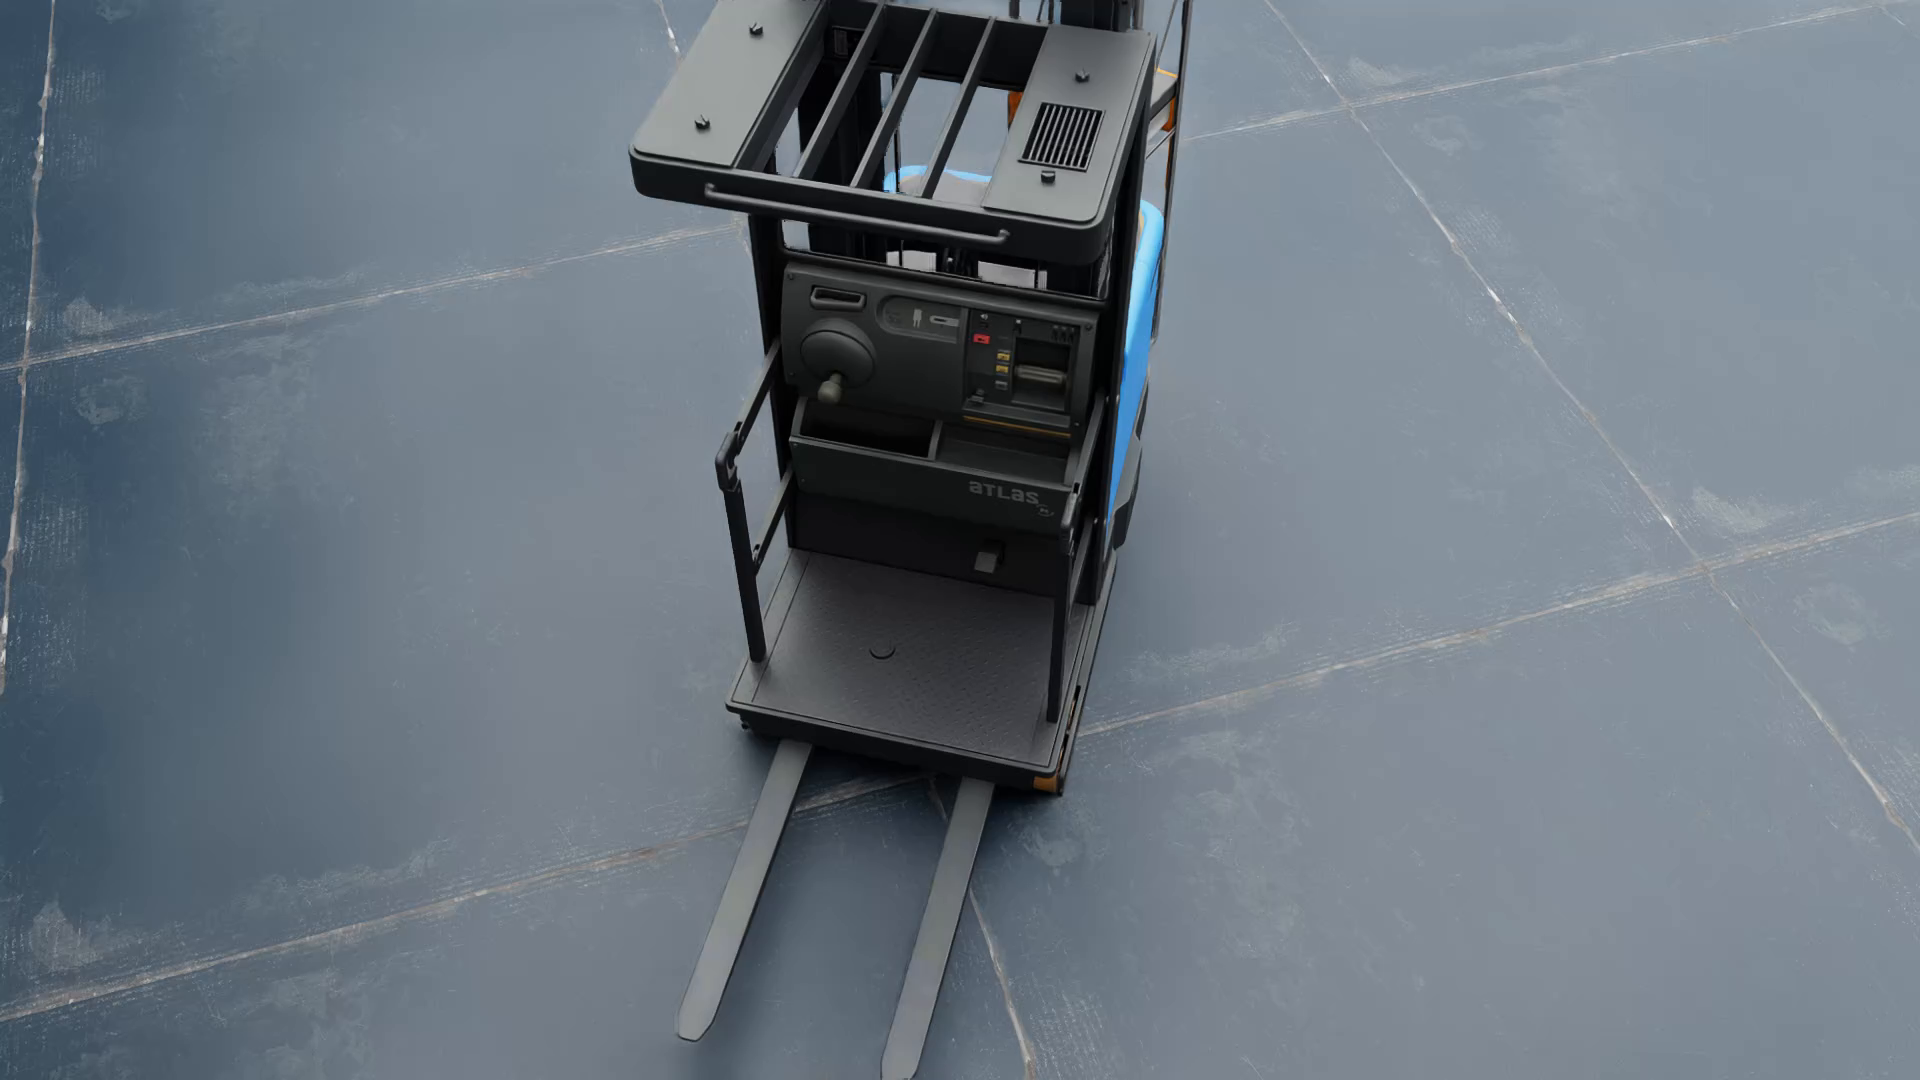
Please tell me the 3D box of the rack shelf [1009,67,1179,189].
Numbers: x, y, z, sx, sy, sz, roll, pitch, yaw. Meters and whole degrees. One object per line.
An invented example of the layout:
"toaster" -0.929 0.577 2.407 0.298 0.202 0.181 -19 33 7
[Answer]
"rack shelf" 0.495 -1.497 6.151 0.480 0.518 0.431 27 55 22

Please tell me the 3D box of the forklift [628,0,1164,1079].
"forklift" -0.119 -0.440 4.704 1.130 2.935 3.031 11 51 9

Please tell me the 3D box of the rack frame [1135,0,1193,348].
"rack frame" 0.697 -1.404 6.050 0.015 2.100 0.400 27 55 22

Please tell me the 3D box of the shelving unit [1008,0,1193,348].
"shelving unit" 0.495 -1.506 6.141 0.503 2.100 0.431 27 55 22

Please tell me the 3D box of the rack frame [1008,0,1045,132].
"rack frame" 0.292 -1.608 6.232 0.015 2.100 0.400 27 55 22

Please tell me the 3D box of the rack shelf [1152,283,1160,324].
"rack shelf" 0.503 -1.041 6.682 0.480 0.518 0.431 27 55 22

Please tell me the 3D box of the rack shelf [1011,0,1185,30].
"rack shelf" 0.486 -1.954 5.621 0.480 0.518 0.431 27 55 22
